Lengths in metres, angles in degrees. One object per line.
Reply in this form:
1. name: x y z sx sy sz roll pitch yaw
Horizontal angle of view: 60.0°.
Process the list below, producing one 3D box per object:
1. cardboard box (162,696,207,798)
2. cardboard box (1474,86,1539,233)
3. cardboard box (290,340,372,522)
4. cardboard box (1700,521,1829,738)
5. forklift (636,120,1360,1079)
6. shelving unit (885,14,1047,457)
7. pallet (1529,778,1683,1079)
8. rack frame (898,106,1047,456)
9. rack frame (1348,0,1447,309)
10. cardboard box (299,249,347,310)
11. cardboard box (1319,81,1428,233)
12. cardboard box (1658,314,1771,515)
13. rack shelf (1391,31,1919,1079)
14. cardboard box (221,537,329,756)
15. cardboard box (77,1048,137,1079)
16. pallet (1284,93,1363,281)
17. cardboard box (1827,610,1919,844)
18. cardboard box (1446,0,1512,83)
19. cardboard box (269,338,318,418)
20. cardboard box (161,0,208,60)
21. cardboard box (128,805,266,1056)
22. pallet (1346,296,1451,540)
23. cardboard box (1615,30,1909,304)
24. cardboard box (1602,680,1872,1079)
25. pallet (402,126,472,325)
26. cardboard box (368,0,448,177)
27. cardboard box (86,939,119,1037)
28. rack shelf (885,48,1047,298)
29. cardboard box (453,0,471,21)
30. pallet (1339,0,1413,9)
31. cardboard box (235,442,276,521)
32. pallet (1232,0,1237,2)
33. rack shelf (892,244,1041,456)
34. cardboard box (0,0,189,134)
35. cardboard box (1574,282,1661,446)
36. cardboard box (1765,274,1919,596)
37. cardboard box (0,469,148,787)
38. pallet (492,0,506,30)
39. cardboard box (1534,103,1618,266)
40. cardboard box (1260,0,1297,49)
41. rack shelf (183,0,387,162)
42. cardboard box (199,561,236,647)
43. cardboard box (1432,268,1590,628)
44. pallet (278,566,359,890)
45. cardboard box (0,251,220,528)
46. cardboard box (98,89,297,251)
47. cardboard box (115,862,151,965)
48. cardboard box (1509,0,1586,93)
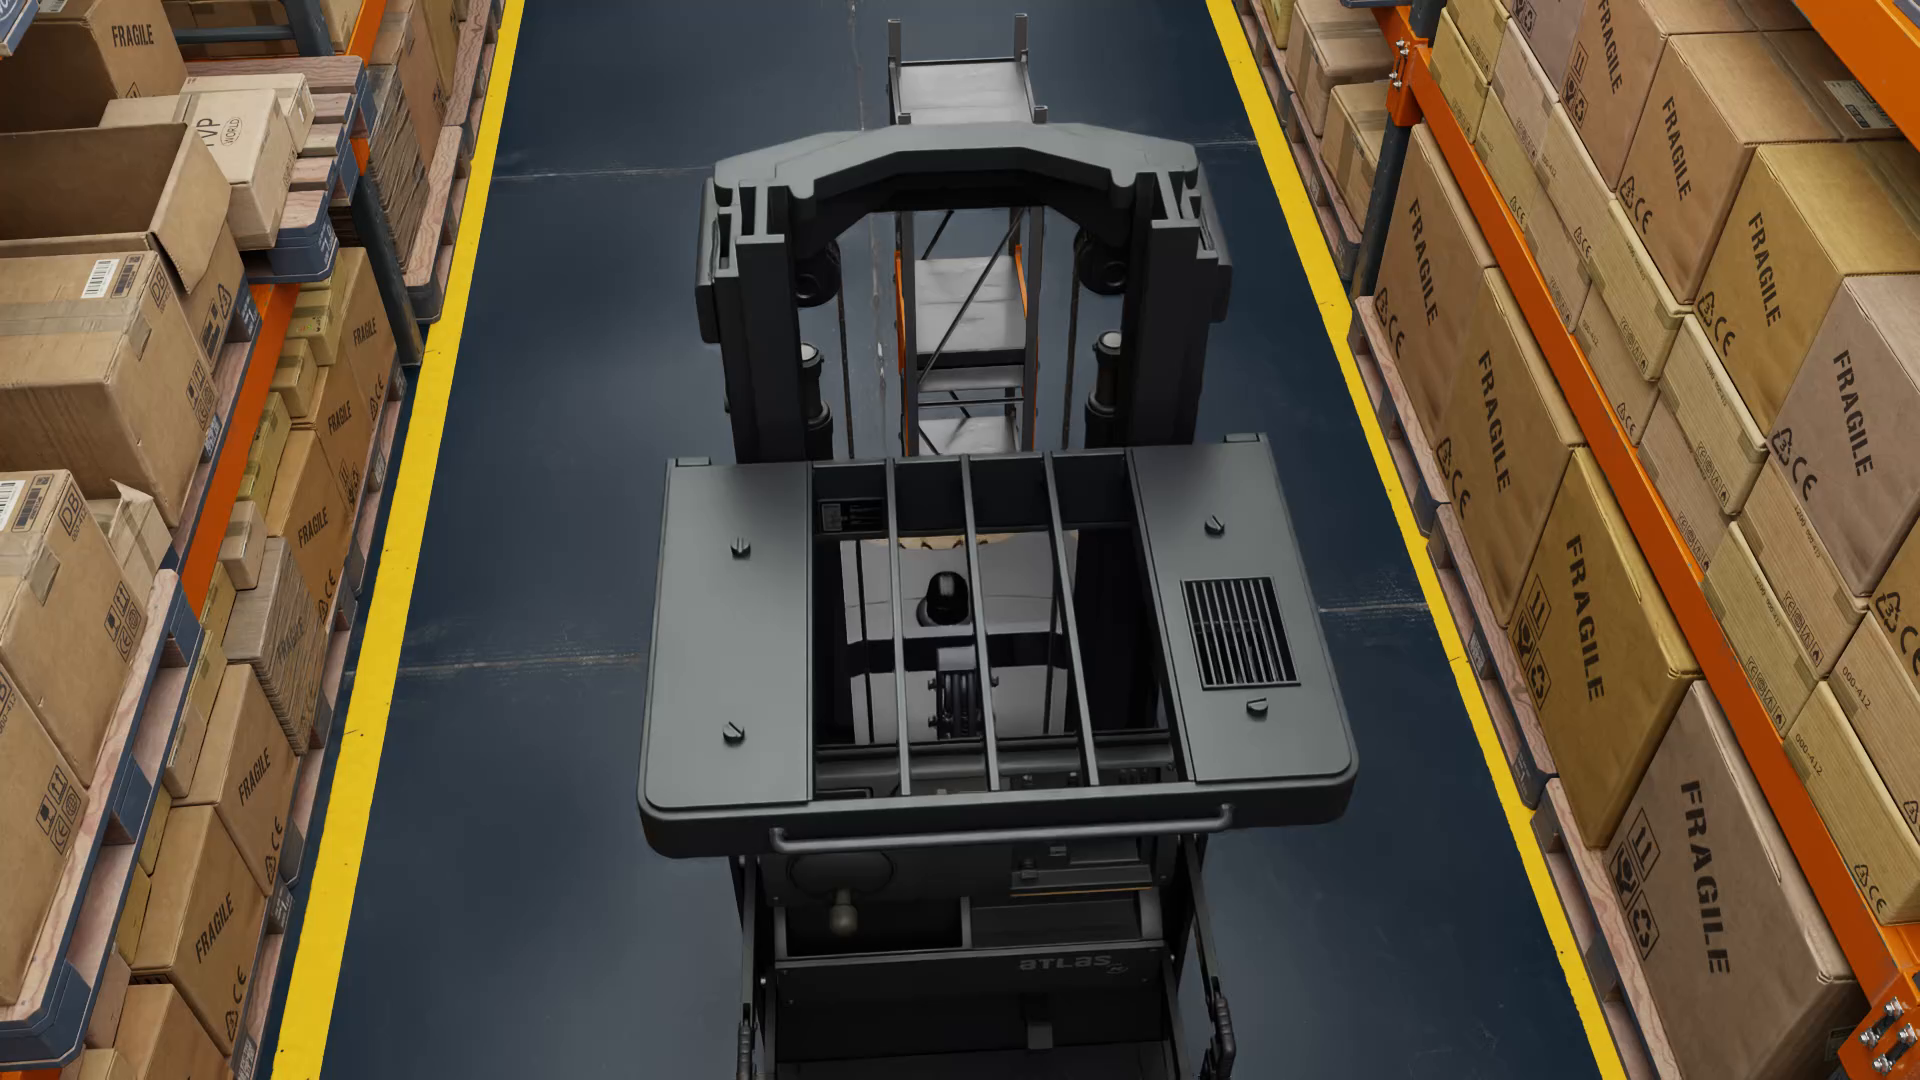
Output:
1. cardboard box: -2.334 0.584 4.617 0.380 0.149 0.250 -4 47 -3
2. cardboard box: 2.047 -1.278 5.498 0.500 0.250 0.500 -5 47 -4
3. cardboard box: -2.469 -0.394 5.990 0.500 0.500 0.500 -4 47 -4
4. cardboard box: 2.200 0.198 4.100 0.500 0.250 0.500 -4 47 -4
5. forklift: 0.036 0.757 3.514 1.130 2.935 3.031 -3 47 -2
6. shelving unit: 0.014 -0.602 5.374 0.431 2.100 0.503 -3 47 -3
7. pallet: 2.391 1.230 4.940 1.003 0.211 1.213 -3 47 -3
8. rack frame: 0.034 -0.426 5.207 0.400 2.100 0.015 -3 47 -3
9. rack frame: 2.196 -2.070 6.144 1.000 3.000 0.127 -3 47 -3
10. cardboard box: -2.456 -0.931 6.052 0.380 0.149 0.250 -6 47 -5
11. cardboard box: 2.158 -1.720 7.333 0.950 0.372 0.625 -6 47 -6
12. cardboard box: 2.153 -0.336 4.261 0.500 0.250 0.500 -2 47 -2
13. rack shelf: 2.363 -0.375 5.035 1.077 0.370 4.000 -3 47 -3
14. cardboard box: -2.361 0.359 5.277 0.500 0.500 0.500 -5 47 -5
15. cardboard box: -2.180 1.345 3.896 0.380 0.149 0.250 -1 47 -1
16. pallet: 2.132 -1.676 7.692 1.003 0.211 1.213 -3 47 -3
17. cardboard box: 2.251 0.400 3.564 0.500 0.250 0.500 -4 47 -3
18. cardboard box: 1.992 -1.808 5.656 0.500 0.250 0.500 -4 47 -4
19. cardboard box: -2.425 -0.542 5.683 0.380 0.149 0.250 -5 47 -5
20. cardboard box: -3.043 -2.023 6.204 0.500 0.250 0.500 -4 47 -4
21. cardboard box: -2.286 1.096 4.579 0.500 0.500 0.500 -4 47 -4
22. pallet: 2.187 -0.536 6.612 1.003 0.211 1.213 -3 47 -3
23. cardboard box: 2.111 -0.977 4.352 0.500 0.500 0.500 -3 47 -3
24. cardboard box: 2.399 0.967 4.442 0.875 0.875 0.875 -2 47 -2
25. pallet: -2.780 -1.404 7.435 1.003 0.211 1.213 -3 47 -3
26. cardboard box: -2.851 -2.017 7.441 0.875 0.625 0.625 -2 47 -2
27. cardboard box: -2.250 1.058 3.963 0.380 0.149 0.250 -6 47 -5
28. rack shelf: 0.014 -1.074 4.876 0.431 0.518 0.480 -3 47 -3
29. cardboard box: -2.973 -3.048 8.417 0.875 0.625 0.625 -4 47 -4
30. pallet: 2.030 -2.513 6.696 1.213 0.211 1.003 -3 47 -3
31. cardboard box: -2.426 -0.168 5.329 0.380 0.149 0.250 -4 47 -4
32. pallet: 1.928 -3.442 9.364 1.003 0.211 1.213 -3 47 -3
33. rack shelf: 0.014 -0.593 5.384 0.431 0.518 0.480 -3 47 -3
34. cardboard box: -2.863 -1.562 5.305 0.500 0.500 0.500 -2 47 -1
35. cardboard box: 2.129 -0.541 4.800 0.500 0.250 0.500 -3 47 -3
36. cardboard box: 2.192 -0.236 3.650 0.500 0.500 0.500 -3 47 -3
37. cardboard box: -2.276 0.212 3.625 0.700 0.500 0.500 -3 47 -3
38. pallet: -2.985 -3.170 9.107 1.003 0.211 1.213 -3 47 -3
39. cardboard box: 2.064 -1.073 4.959 0.500 0.250 0.500 -4 47 -3
40. cardboard box: 2.031 -2.802 8.359 0.950 0.372 0.625 -2 47 -2
41. rack shelf: -2.918 -2.965 7.487 1.077 0.370 4.000 -3 47 -3
42. cardboard box: -2.404 0.211 4.970 0.380 0.149 0.250 -3 47 -3
43. cardboard box: 2.241 -0.333 5.674 0.875 0.875 0.875 -3 47 -3
44. pallet: -2.626 0.617 5.521 1.003 0.211 1.213 -3 47 -3
45. cardboard box: -2.342 -0.356 4.163 0.700 0.500 0.500 -4 47 -3
46. cardboard box: -2.339 -1.114 5.054 0.500 0.250 0.500 -5 47 -5
47. cardboard box: -2.313 0.965 4.256 0.380 0.149 0.250 -6 47 -5
48. cardboard box: 2.045 -1.718 5.053 0.500 0.500 0.500 -3 47 -3
